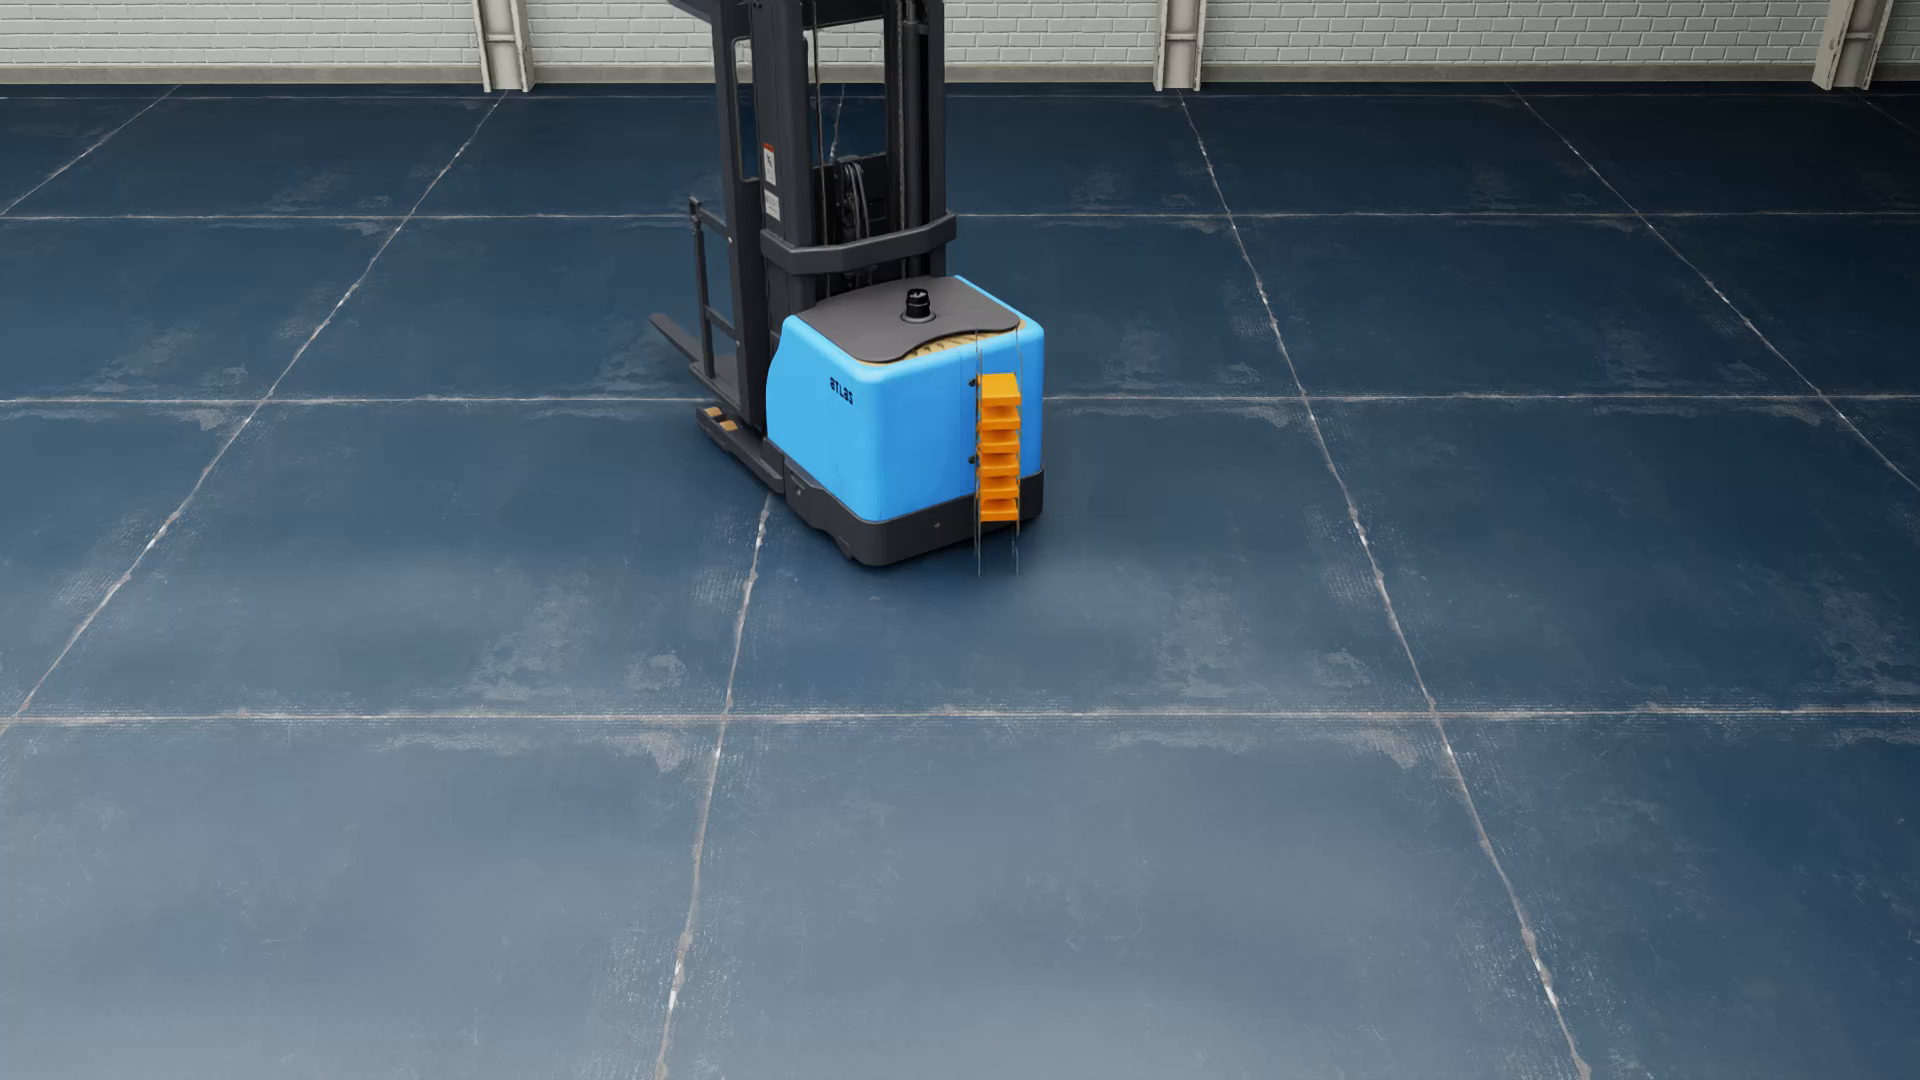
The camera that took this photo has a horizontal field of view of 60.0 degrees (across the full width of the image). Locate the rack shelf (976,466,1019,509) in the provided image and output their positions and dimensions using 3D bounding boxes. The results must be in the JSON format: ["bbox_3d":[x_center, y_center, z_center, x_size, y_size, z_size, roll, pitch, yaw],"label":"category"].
[{"bbox_3d":[0.174,-0.255,7.830,0.180,0.103,0.258,-3,31,-4],"label":"rack shelf"}]

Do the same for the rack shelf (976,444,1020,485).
[{"bbox_3d":[0.175,-0.358,7.768,0.180,0.103,0.258,-3,31,-4],"label":"rack shelf"}]

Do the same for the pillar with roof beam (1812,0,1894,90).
[{"bbox_3d":[7.977,-5.732,9.021,0.400,9.000,9.100,0,31,0],"label":"pillar with roof beam"}]

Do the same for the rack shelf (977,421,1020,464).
[{"bbox_3d":[0.175,-0.460,7.706,0.180,0.103,0.258,-3,31,-4],"label":"rack shelf"}]

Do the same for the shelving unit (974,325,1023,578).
[{"bbox_3d":[0.175,-0.396,7.745,0.189,1.200,0.258,-3,31,-4],"label":"shelving unit"}]

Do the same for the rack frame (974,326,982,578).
[{"bbox_3d":[0.083,-0.392,7.738,0.006,1.200,0.240,-3,31,-4],"label":"rack frame"}]

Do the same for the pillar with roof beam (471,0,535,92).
[{"bbox_3d":[-4.023,-5.694,8.960,0.400,9.000,9.100,0,31,0],"label":"pillar with roof beam"}]

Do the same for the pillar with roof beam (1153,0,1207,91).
[{"bbox_3d":[1.977,-5.713,8.990,0.400,9.000,9.100,0,31,0],"label":"pillar with roof beam"}]

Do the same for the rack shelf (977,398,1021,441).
[{"bbox_3d":[0.175,-0.563,7.643,0.180,0.103,0.258,-3,31,-4],"label":"rack shelf"}]

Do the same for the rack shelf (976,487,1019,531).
[{"bbox_3d":[0.174,-0.153,7.893,0.180,0.103,0.258,-3,31,-4],"label":"rack shelf"}]

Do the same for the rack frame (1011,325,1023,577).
[{"bbox_3d":[0.266,-0.400,7.752,0.006,1.200,0.240,-3,31,-4],"label":"rack frame"}]

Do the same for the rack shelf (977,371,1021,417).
[{"bbox_3d":[0.175,-0.666,7.581,0.180,0.103,0.258,-3,31,-4],"label":"rack shelf"}]

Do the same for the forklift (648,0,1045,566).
[{"bbox_3d":[-0.795,-1.855,8.481,1.130,2.935,3.031,-18,36,-27],"label":"forklift"}]
